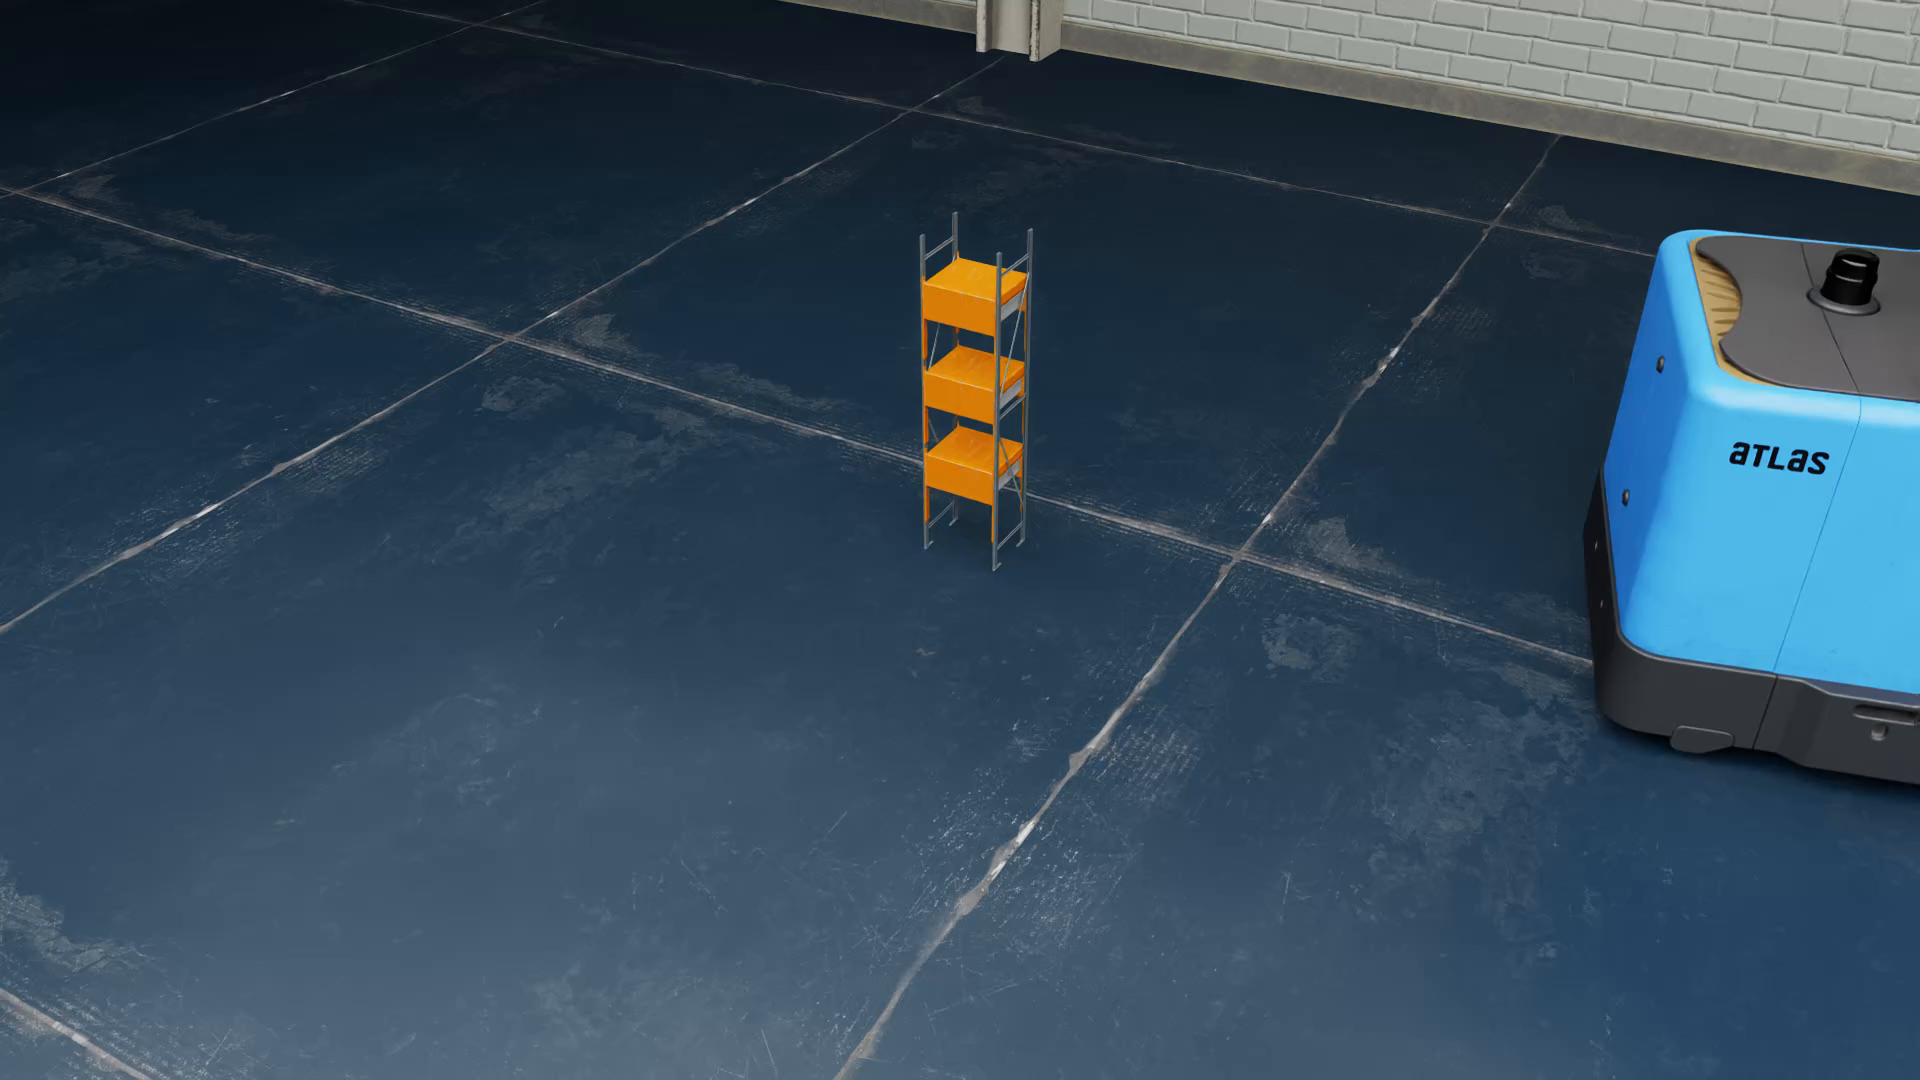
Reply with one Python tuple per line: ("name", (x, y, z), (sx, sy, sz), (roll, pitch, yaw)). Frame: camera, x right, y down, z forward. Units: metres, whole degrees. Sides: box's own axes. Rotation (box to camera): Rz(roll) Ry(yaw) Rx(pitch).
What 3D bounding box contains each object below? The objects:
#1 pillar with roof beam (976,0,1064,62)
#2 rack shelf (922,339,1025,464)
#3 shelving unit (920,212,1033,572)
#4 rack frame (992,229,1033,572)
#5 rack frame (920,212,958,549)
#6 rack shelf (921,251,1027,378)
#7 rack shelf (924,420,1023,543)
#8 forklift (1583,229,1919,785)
("pillar with roof beam", (-1.800, -4.461, 3.830), (0.400, 9.000, 9.100), (18, 37, 24))
("rack shelf", (0.046, -0.413, 4.943), (0.240, 0.259, 0.215), (18, 37, 24))
("shelving unit", (0.046, -0.422, 4.937), (0.252, 1.050, 0.215), (18, 37, 24))
("rack frame", (0.152, -0.389, 4.887), (0.008, 1.050, 0.200), (18, 37, 24))
("rack frame", (-0.059, -0.456, 4.987), (0.008, 1.050, 0.200), (18, 37, 24))
("rack shelf", (0.046, -0.650, 4.785), (0.240, 0.259, 0.215), (18, 37, 24))
("rack shelf", (0.046, -0.182, 5.097), (0.240, 0.259, 0.215), (18, 37, 24))
("forklift", (3.283, -0.736, 3.712), (3.031, 2.935, 1.130), (8, 35, 12))
